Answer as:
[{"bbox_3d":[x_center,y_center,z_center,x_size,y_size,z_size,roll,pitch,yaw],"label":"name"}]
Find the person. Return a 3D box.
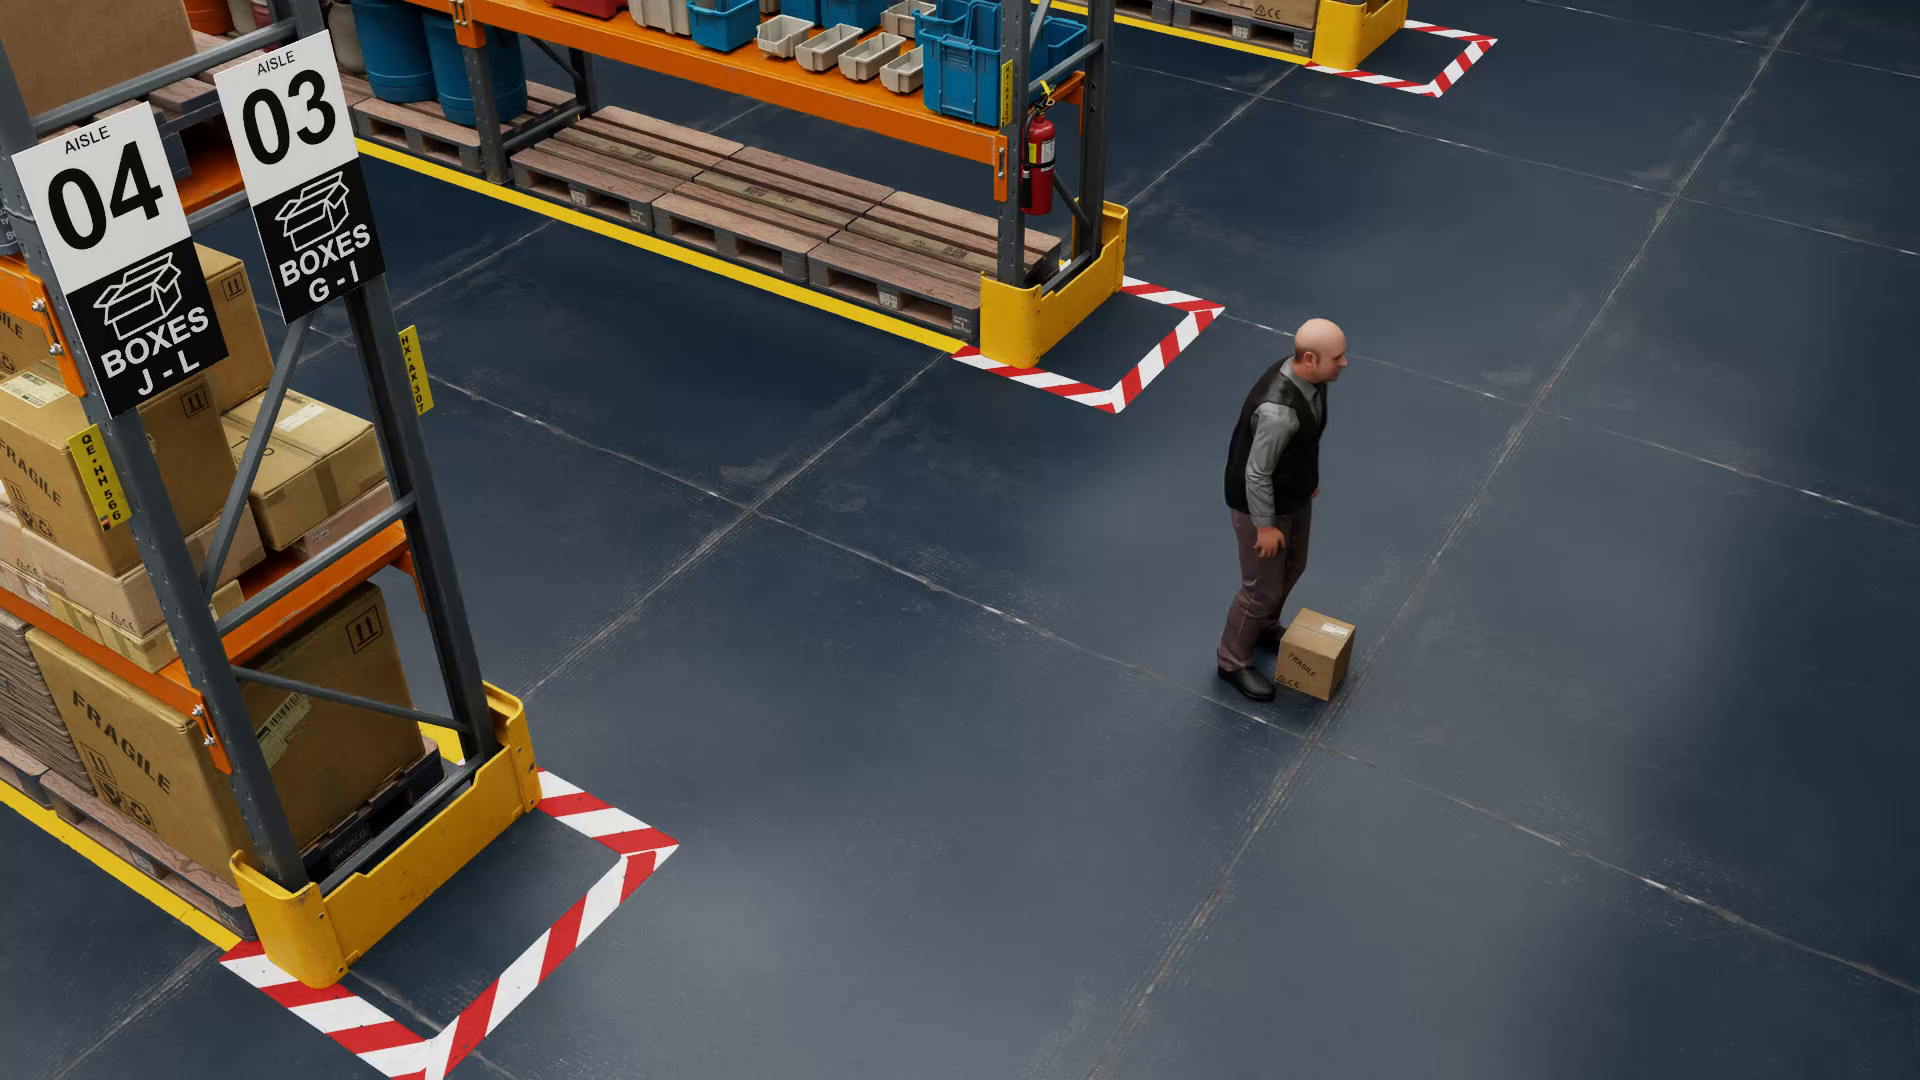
[{"bbox_3d":[1.307,-0.168,6.913,0.413,1.721,0.581,21,43,25],"label":"person"}]
